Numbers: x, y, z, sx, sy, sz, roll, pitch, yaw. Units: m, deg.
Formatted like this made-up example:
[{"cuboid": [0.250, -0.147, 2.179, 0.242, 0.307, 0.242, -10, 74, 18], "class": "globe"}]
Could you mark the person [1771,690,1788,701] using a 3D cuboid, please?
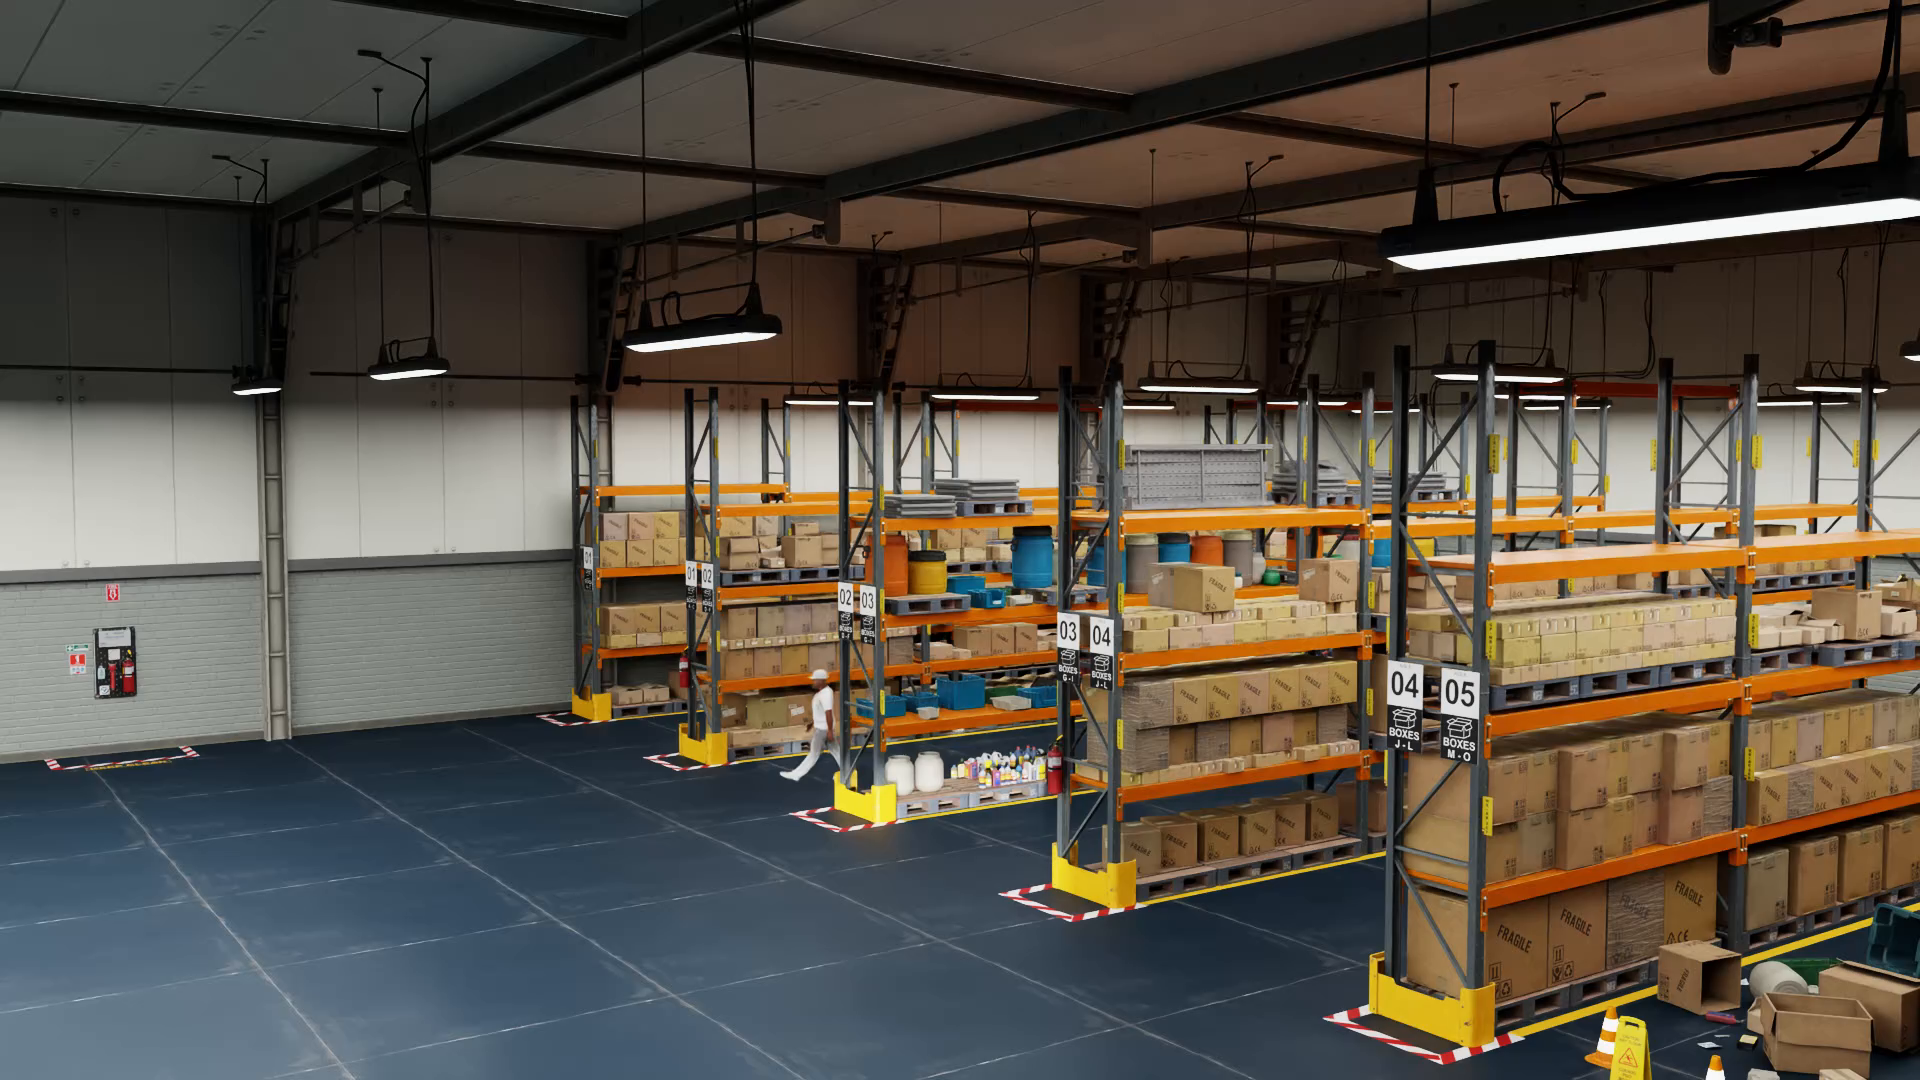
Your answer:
[{"cuboid": [11.824, 2.932, 23.901, 0.572, 1.596, 0.438, -2, 4, -25], "class": "person"}]

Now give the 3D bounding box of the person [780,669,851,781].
[{"cuboid": [-2.142, 2.784, 24.954, 1.089, 1.700, 0.595, 0, 3, 2], "class": "person"}]
